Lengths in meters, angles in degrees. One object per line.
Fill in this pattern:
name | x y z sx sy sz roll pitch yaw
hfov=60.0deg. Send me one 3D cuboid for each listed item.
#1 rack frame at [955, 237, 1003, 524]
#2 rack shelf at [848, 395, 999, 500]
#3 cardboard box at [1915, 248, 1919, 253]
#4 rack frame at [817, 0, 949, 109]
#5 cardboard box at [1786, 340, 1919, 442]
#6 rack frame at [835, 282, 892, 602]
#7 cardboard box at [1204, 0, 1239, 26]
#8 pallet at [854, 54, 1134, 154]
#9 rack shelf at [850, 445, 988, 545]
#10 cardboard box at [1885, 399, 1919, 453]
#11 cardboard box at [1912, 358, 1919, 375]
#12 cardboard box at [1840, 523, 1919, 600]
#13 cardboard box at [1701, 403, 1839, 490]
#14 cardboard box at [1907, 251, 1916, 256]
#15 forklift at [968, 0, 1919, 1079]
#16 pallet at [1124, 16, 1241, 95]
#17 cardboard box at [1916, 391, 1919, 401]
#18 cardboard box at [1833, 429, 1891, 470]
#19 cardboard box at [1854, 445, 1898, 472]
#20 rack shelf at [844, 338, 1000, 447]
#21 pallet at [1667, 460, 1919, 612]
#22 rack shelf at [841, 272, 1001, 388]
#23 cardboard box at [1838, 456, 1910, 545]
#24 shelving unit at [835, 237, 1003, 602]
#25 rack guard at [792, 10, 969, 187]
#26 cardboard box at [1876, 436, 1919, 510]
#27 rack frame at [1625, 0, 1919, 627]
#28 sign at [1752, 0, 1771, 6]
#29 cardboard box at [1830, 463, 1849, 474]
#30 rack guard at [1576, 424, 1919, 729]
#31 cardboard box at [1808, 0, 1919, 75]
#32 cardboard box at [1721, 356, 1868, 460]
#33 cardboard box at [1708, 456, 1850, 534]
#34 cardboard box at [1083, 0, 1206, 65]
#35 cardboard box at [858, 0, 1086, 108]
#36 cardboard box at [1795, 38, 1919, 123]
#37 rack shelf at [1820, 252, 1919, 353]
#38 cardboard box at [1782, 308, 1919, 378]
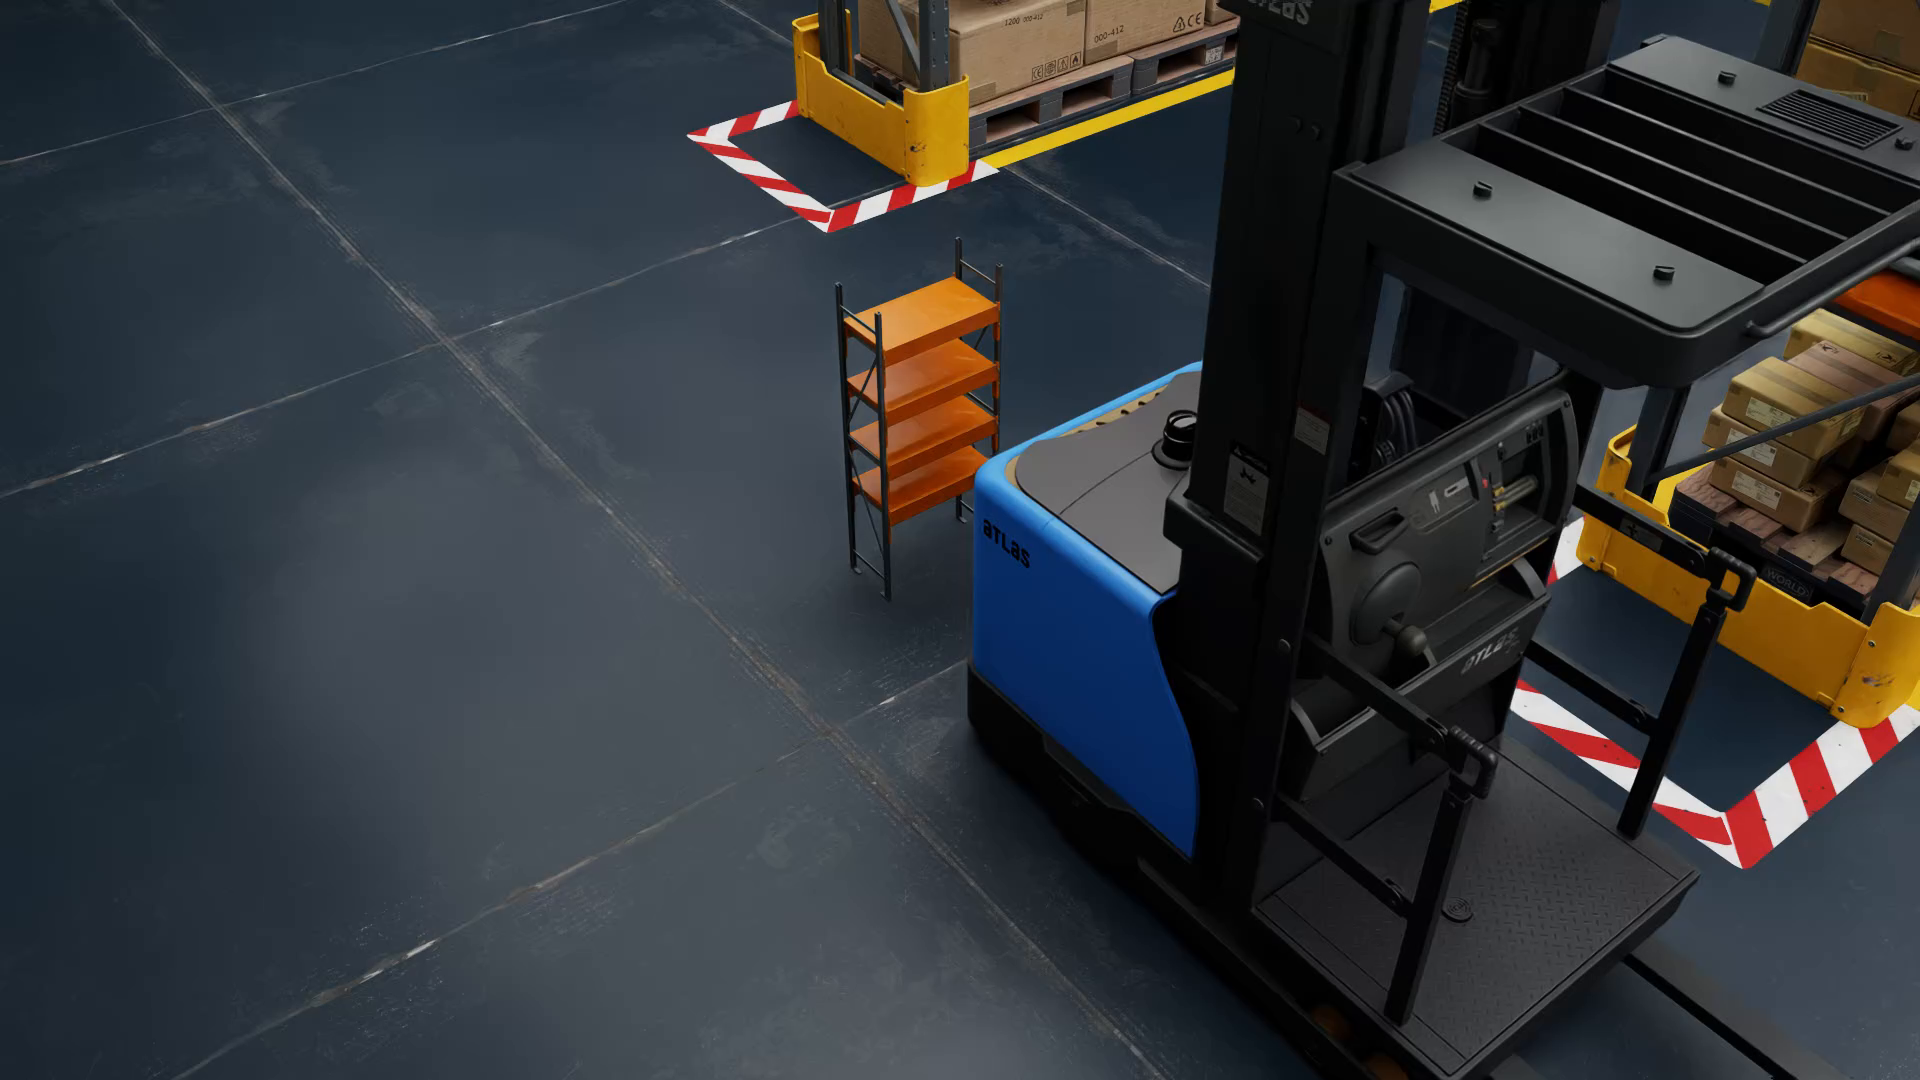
rack frame | 0.062 -0.494 5.906 0.015 1.200 0.240 -26 46 -28
rack shelf | -0.131 -0.348 5.834 0.480 0.148 0.258 -26 46 -28
cardboard box | 3.219 -1.038 4.837 0.500 0.500 0.500 -24 45 -26
rack frame | -0.402 -3.300 7.908 0.127 3.000 1.000 -26 46 -28
cardboard box | 3.194 -0.540 5.991 0.250 0.149 0.380 -25 46 -27
rack frame | -0.325 -0.306 5.677 0.015 1.200 0.240 -26 46 -28
cardboard box | 1.497 -3.483 9.819 0.875 0.438 0.875 -27 47 -29
pallet | 0.184 -2.570 9.217 1.213 0.211 1.003 -26 46 -28
rack shelf | -0.131 -0.194 5.960 0.480 0.148 0.258 -26 46 -28
cardboard box | 3.462 -0.339 5.745 0.250 0.149 0.380 -25 46 -27
cardboard box | 3.566 -0.772 6.274 0.250 0.149 0.380 -28 47 -30
cardboard box | 3.305 0.049 5.742 0.250 0.149 0.380 -25 46 -27
cardboard box | 2.939 -0.372 6.021 0.250 0.149 0.380 -27 47 -29
cardboard box | 3.001 -1.098 5.421 0.250 0.149 0.380 -26 46 -28
forklift | 1.329 0.028 3.905 1.130 2.935 3.031 -26 46 -28
pallet | 1.151 -3.039 9.788 1.213 0.211 1.003 -26 46 -28
cardboard box | 3.626 -0.626 6.330 0.250 0.149 0.380 -27 46 -29
cardboard box | 3.179 -0.446 6.111 0.250 0.149 0.380 -27 47 -29
cardboard box | 3.389 -0.427 6.322 0.250 0.149 0.380 -26 46 -28
rack shelf | -0.131 -0.521 5.692 0.480 0.148 0.258 -26 46 -28
pallet | 3.420 -0.097 6.202 1.213 0.211 1.003 -26 46 -28
rack shelf | -0.131 -0.704 5.542 0.480 0.148 0.258 -26 46 -28
cardboard box | 3.266 -0.098 5.687 0.250 0.149 0.380 -24 45 -26
shelving unit | -0.131 -0.400 5.791 0.503 1.200 0.258 -26 46 -28
rack guard | -0.421 -2.324 8.689 0.348 0.500 1.175 -26 46 -28
cardboard box | 3.317 -0.172 5.542 0.250 0.149 0.380 -28 47 -30
rack frame | 2.694 -0.850 4.921 0.127 3.000 1.000 -26 46 -28
sign | 2.372 -1.706 4.803 0.005 0.325 0.100 -26 46 -28
cardboard box | 3.127 -0.369 6.251 0.250 0.149 0.380 -25 45 -27
rack guard | 2.755 0.087 5.749 0.348 0.500 1.175 -26 46 -28
cardboard box | 2.906 -1.692 4.846 0.500 0.500 0.500 -27 46 -29
cardboard box | 2.960 -0.472 5.908 0.250 0.149 0.380 -25 46 -28
cardboard box | 2.985 -0.218 6.068 0.250 0.149 0.380 -25 46 -27
cardboard box | 0.781 -3.135 9.396 0.875 0.438 0.875 -25 45 -27
cardboard box | 0.060 -2.777 8.959 0.875 0.438 0.875 -28 47 -29
cardboard box | 2.894 -1.306 5.164 0.500 0.500 0.500 -25 46 -27
rack shelf | 4.280 -1.345 6.091 4.000 0.370 1.077 -26 46 -28
cardboard box | 3.322 -0.704 6.191 0.250 0.149 0.380 -27 46 -29
